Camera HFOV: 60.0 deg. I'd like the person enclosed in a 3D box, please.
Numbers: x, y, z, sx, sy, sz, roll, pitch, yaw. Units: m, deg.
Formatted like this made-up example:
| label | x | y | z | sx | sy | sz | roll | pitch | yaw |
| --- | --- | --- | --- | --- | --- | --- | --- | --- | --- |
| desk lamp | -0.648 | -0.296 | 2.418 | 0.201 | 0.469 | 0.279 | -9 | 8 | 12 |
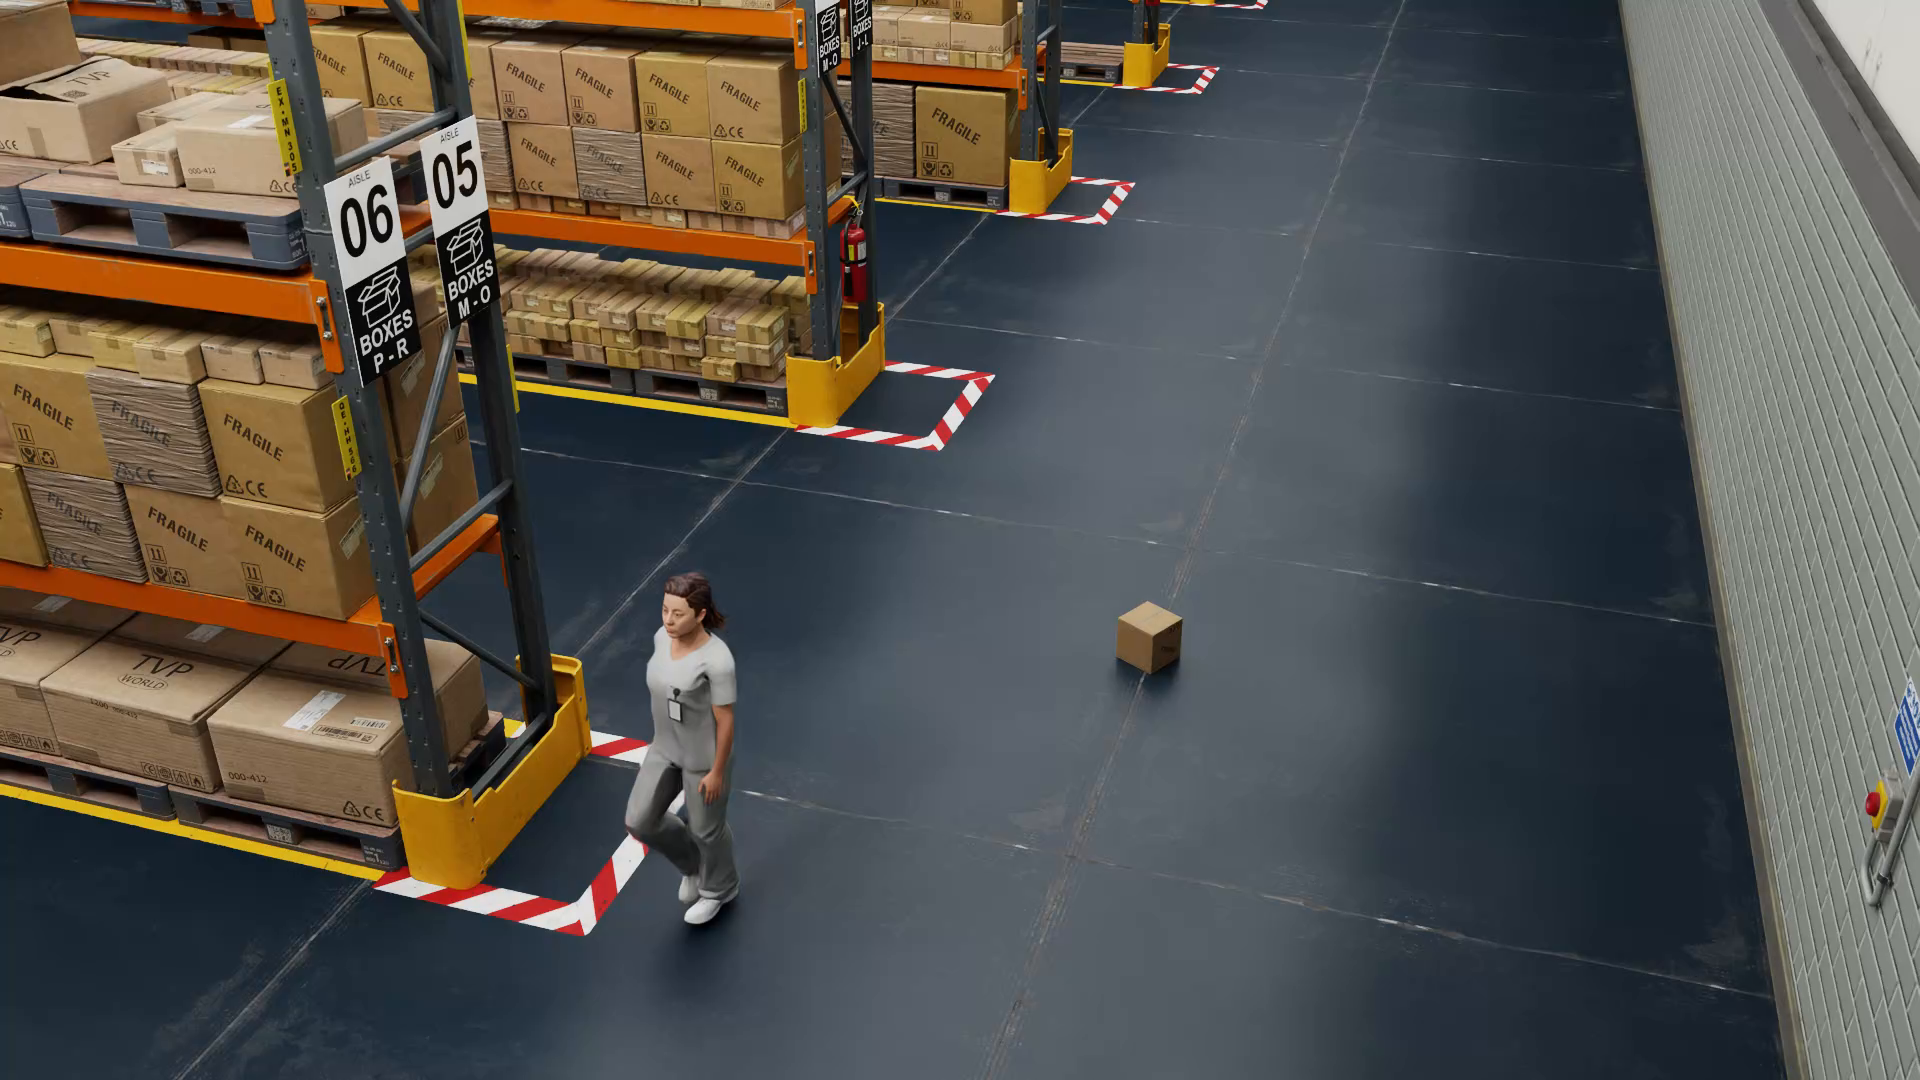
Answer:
| label | x | y | z | sx | sy | sz | roll | pitch | yaw |
| --- | --- | --- | --- | --- | --- | --- | --- | --- | --- |
| person | -1.122 | 0.900 | 6.860 | 0.472 | 1.675 | 0.459 | 20 | 35 | 31 |
